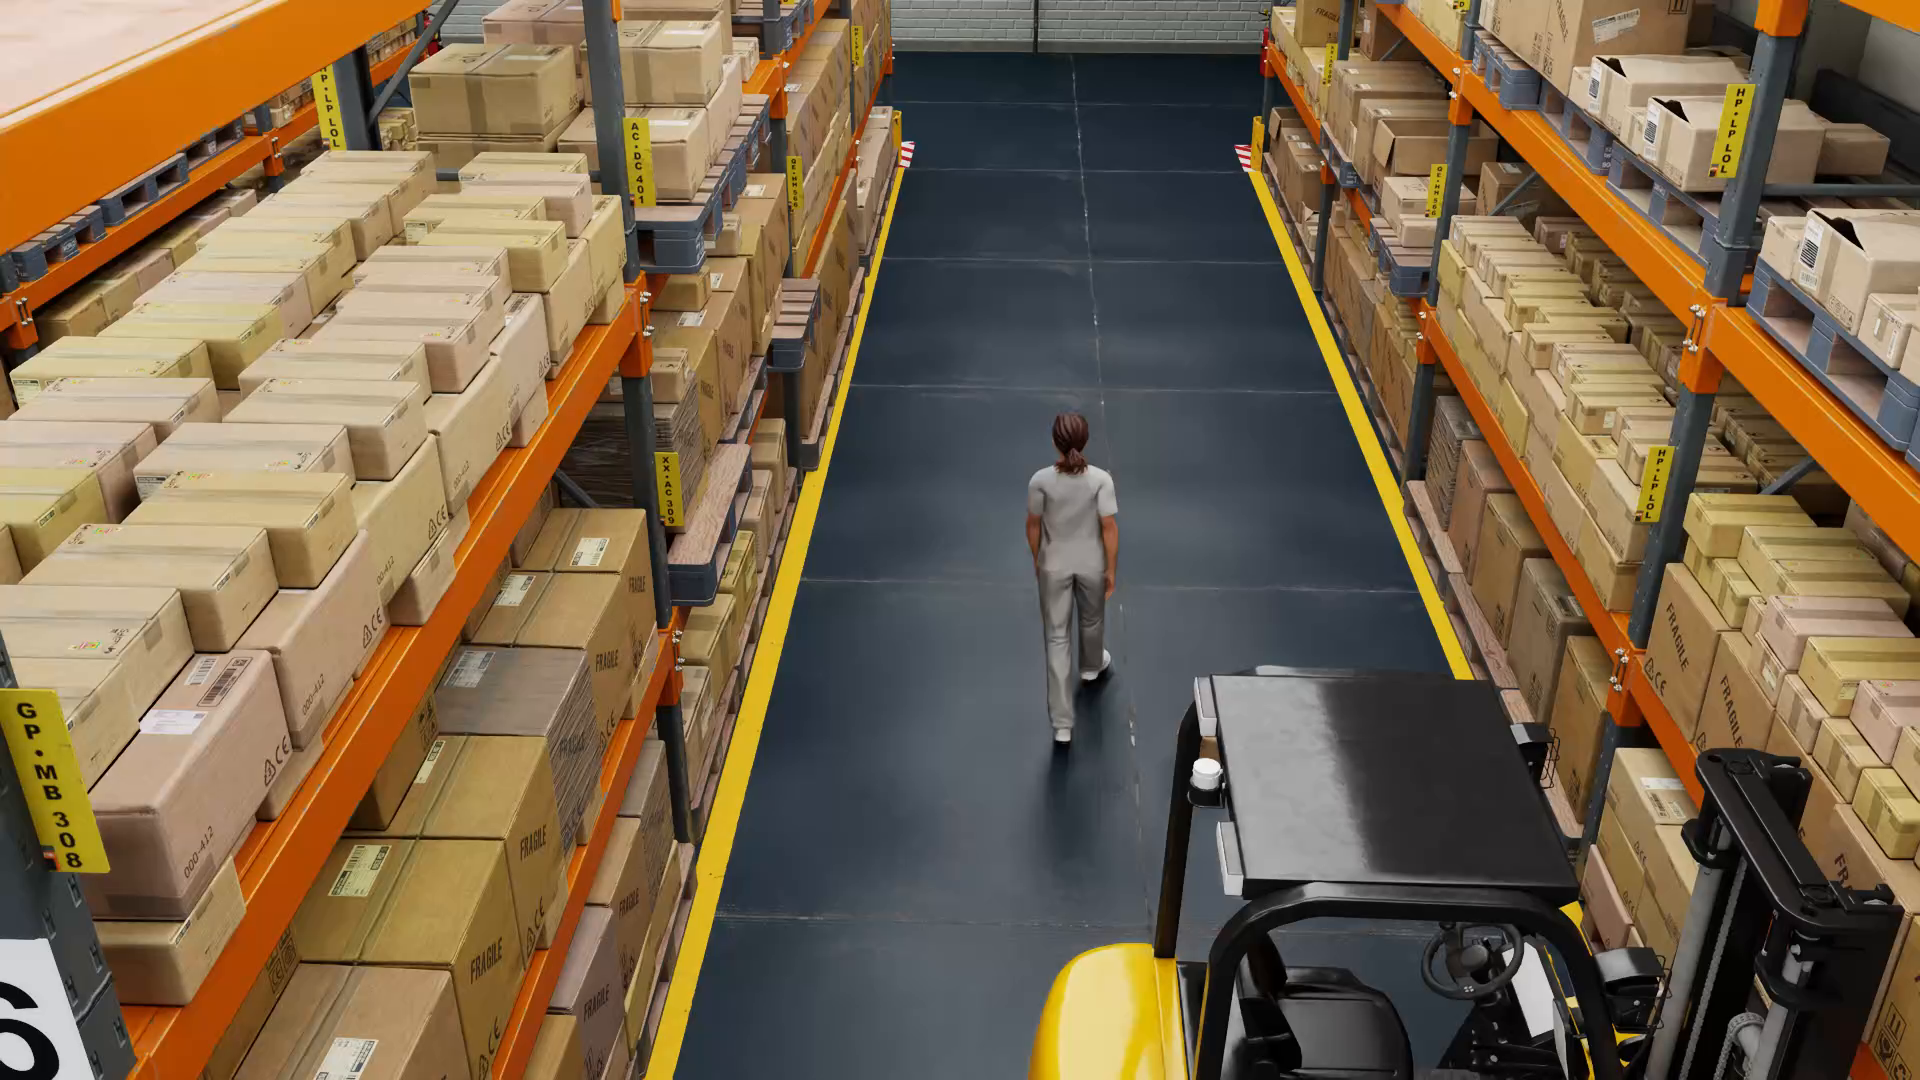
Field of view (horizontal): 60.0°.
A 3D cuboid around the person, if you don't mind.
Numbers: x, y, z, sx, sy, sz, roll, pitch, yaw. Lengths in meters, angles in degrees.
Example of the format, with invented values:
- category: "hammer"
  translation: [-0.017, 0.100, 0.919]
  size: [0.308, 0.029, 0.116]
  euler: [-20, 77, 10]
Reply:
- category: "person"
  translation: [0.573, 0.131, 8.373]
  size: [0.503, 1.616, 0.888]
  euler: [0, 28, 0]
